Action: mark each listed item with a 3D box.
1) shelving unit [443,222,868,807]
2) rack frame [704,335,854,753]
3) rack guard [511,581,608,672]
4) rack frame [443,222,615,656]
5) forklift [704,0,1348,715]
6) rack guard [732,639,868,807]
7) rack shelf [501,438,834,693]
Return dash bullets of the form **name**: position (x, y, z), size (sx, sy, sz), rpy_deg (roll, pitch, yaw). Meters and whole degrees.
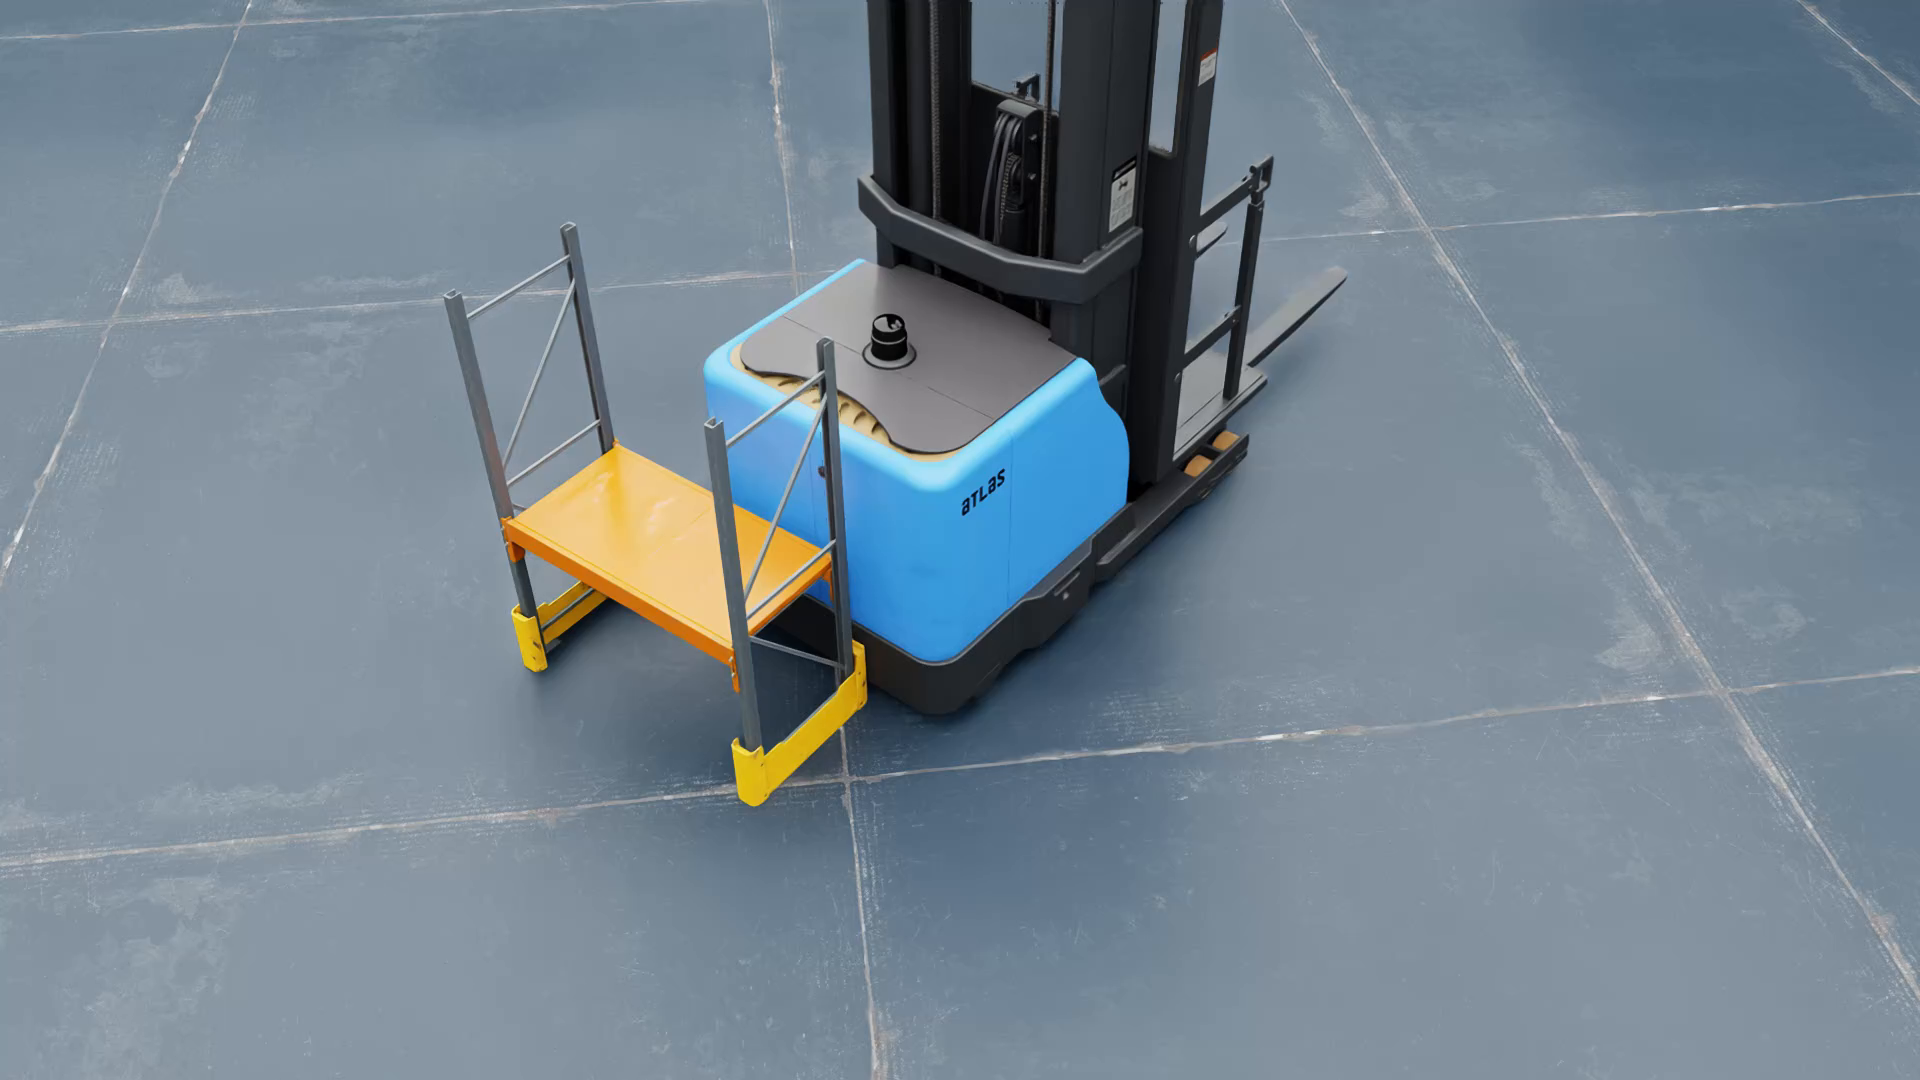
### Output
- **shelving unit**: position (-0.914, -0.072, 5.210), size (1.083, 1.500, 0.587), rpy_deg (26, 48, 26)
- **rack frame**: position (-0.511, 0.126, 4.991), size (0.032, 1.500, 0.500), rpy_deg (26, 48, 26)
- **rack guard**: position (-1.315, 0.195, 5.847), size (0.087, 0.250, 0.587), rpy_deg (26, 48, 26)
- **rack frame**: position (-1.331, -0.277, 5.437), size (0.032, 1.500, 0.500), rpy_deg (26, 48, 26)
- **forklift**: position (0.477, -1.437, 5.655), size (1.130, 2.935, 3.031), rpy_deg (28, 49, 28)
- **rack guard**: position (-0.512, 0.589, 5.410), size (0.087, 0.250, 0.587), rpy_deg (26, 48, 26)
- **rack shelf**: position (-0.921, 0.058, 5.335), size (1.000, 0.185, 0.538), rpy_deg (26, 48, 26)
